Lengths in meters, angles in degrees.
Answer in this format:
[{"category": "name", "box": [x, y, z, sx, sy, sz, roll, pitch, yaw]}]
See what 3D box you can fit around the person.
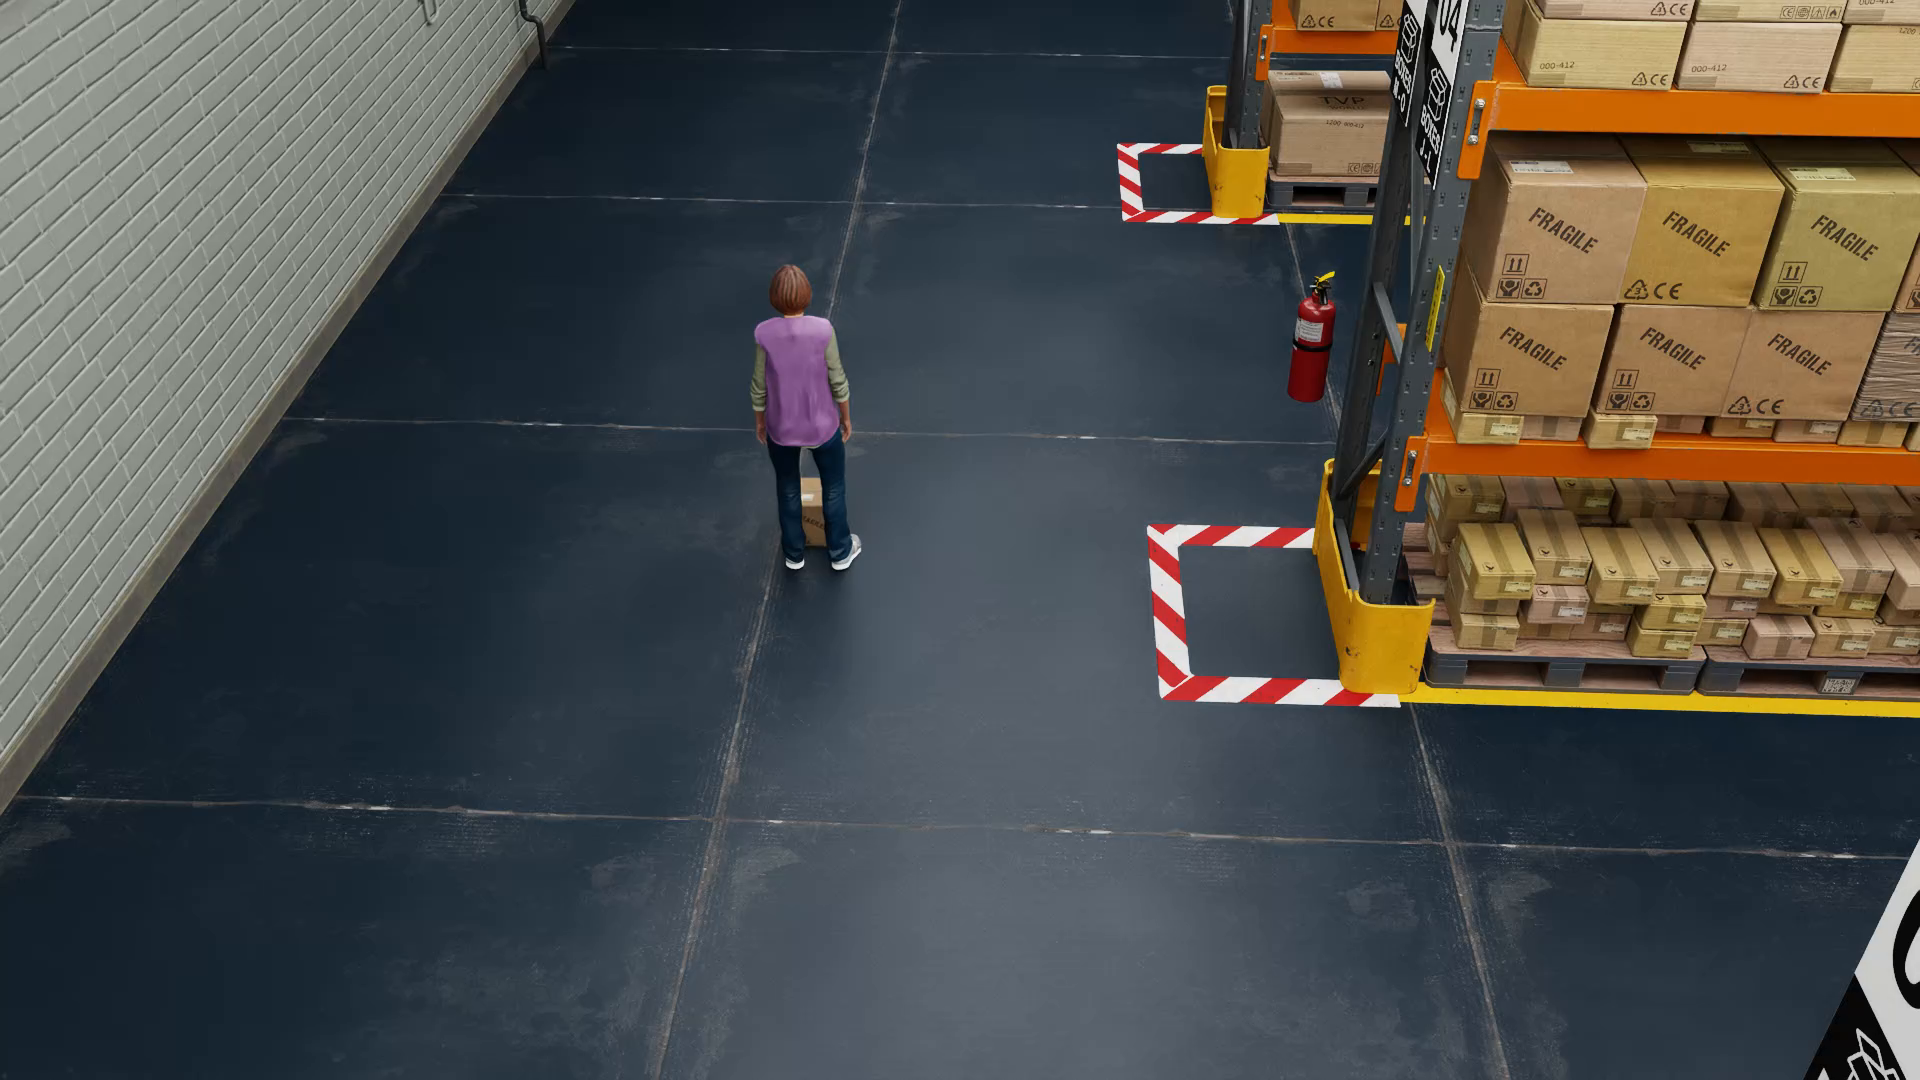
[{"category": "person", "box": [-0.738, -0.536, 7.866, 0.478, 1.580, 0.349, -1, 36, -1]}]
